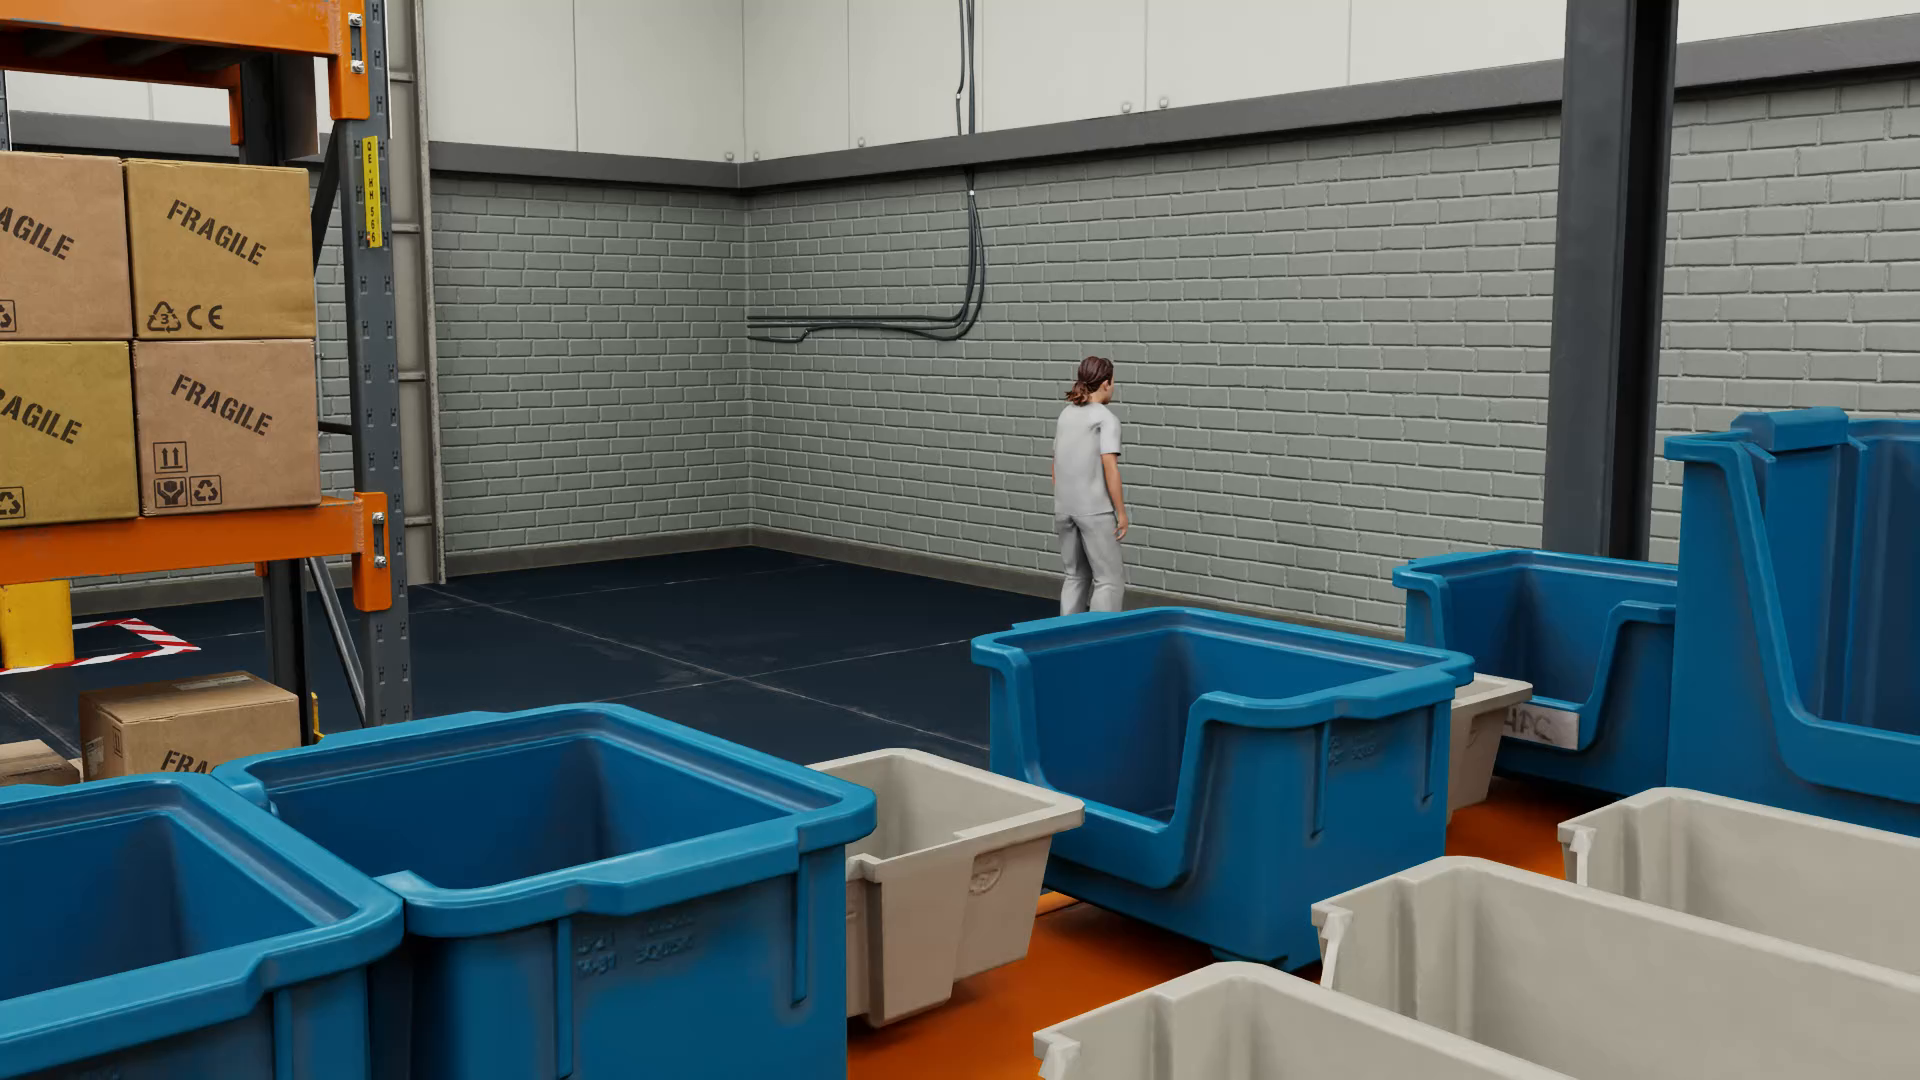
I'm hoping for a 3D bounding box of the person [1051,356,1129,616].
[{"bbox_3d":[0.689,-0.130,8.784,0.360,1.672,0.484,-7,10,-41],"label":"person"}]
